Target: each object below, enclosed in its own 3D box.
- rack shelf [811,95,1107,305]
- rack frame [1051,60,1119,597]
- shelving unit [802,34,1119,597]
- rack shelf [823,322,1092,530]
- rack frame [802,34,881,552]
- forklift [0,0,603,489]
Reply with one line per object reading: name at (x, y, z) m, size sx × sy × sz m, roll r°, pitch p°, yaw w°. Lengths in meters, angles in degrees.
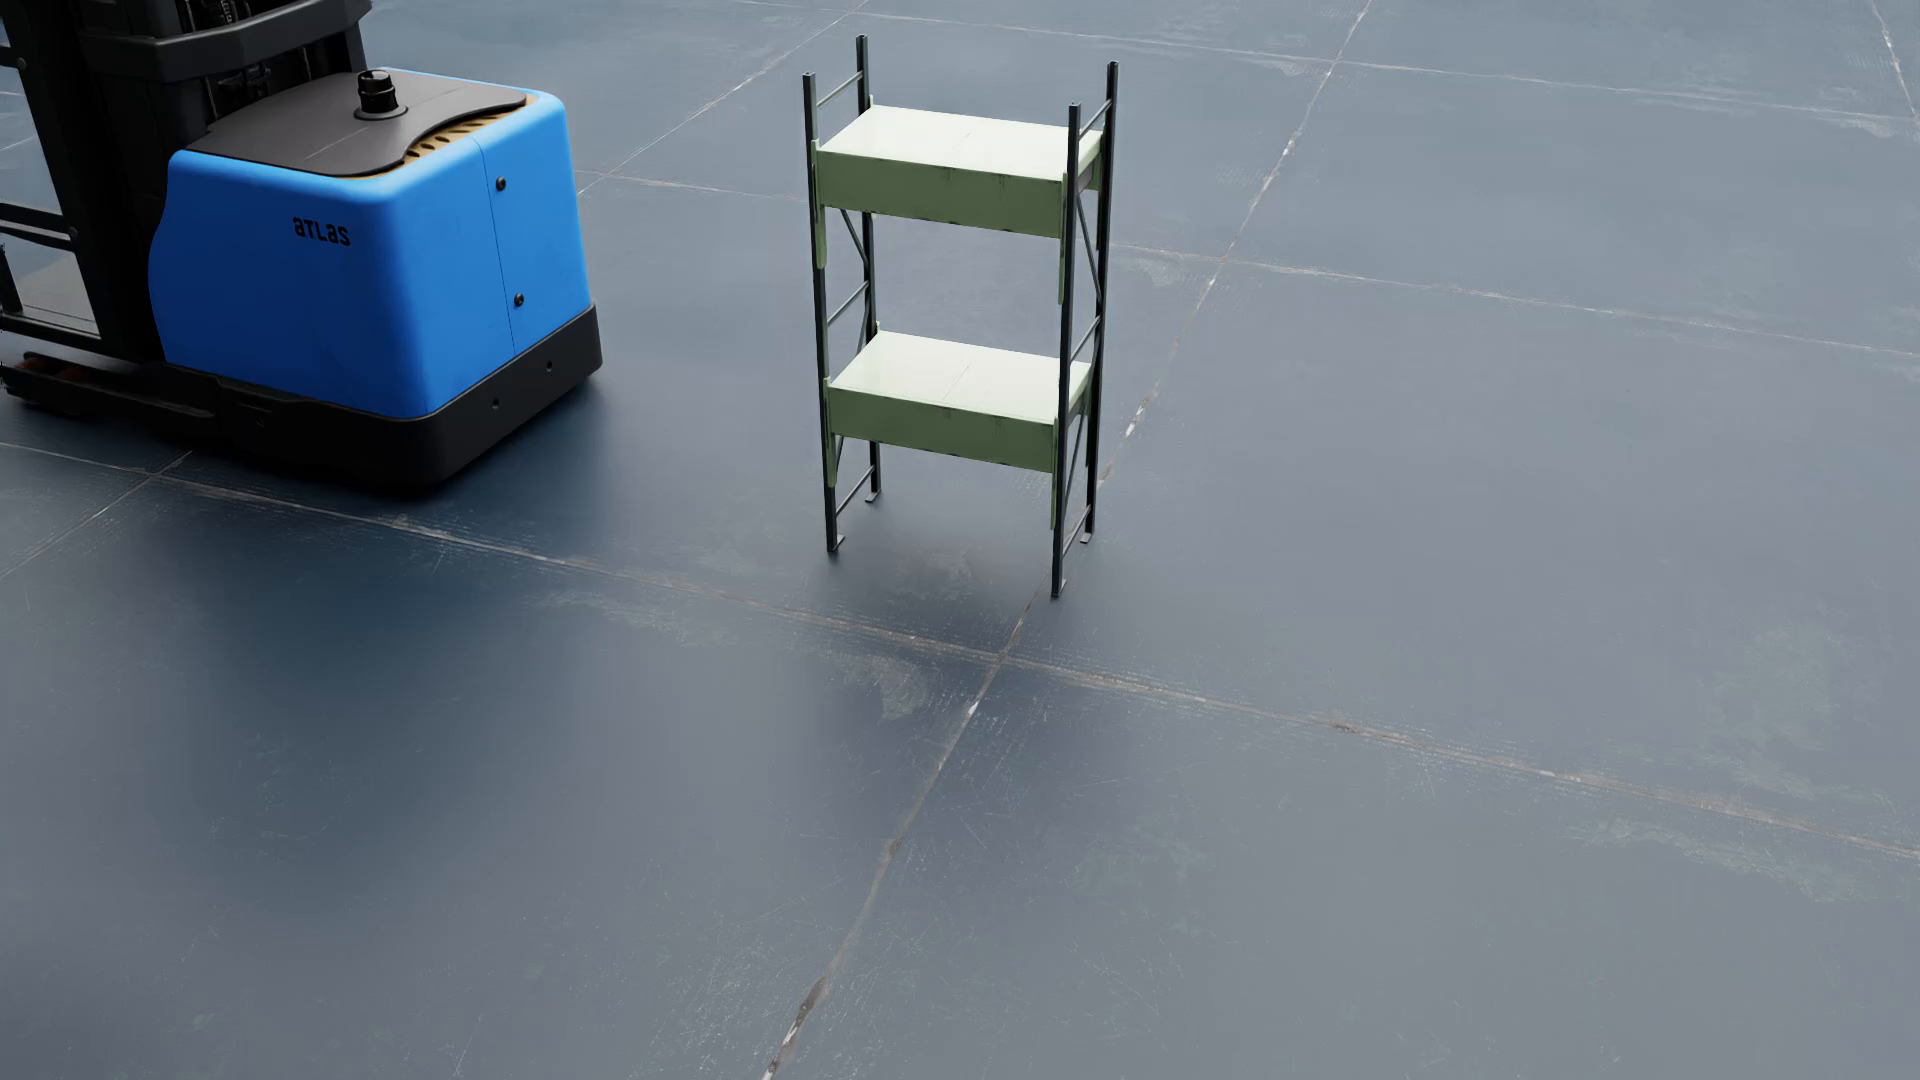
rack shelf at (0.006, -0.957, 4.630) m, size 0.720 × 0.370 × 0.431 m, roll 11°, pitch 34°, yaw 16°
rack frame at (0.351, -0.562, 4.738) m, size 0.023 × 1.500 × 0.400 m, roll 11°, pitch 34°, yaw 16°
shelving unit at (0.006, -0.629, 4.841) m, size 0.755 × 1.500 × 0.431 m, roll 11°, pitch 34°, yaw 16°
rack shelf at (0.006, -0.355, 5.018) m, size 0.720 × 0.370 × 0.431 m, roll 11°, pitch 34°, yaw 16°
rack frame at (-0.338, -0.696, 4.945) m, size 0.023 × 1.500 × 0.400 m, roll 11°, pitch 34°, yaw 16°
forklift at (-2.878, -1.922, 5.524) m, size 3.031 × 2.935 × 1.130 m, roll 14°, pitch 35°, yaw 20°
